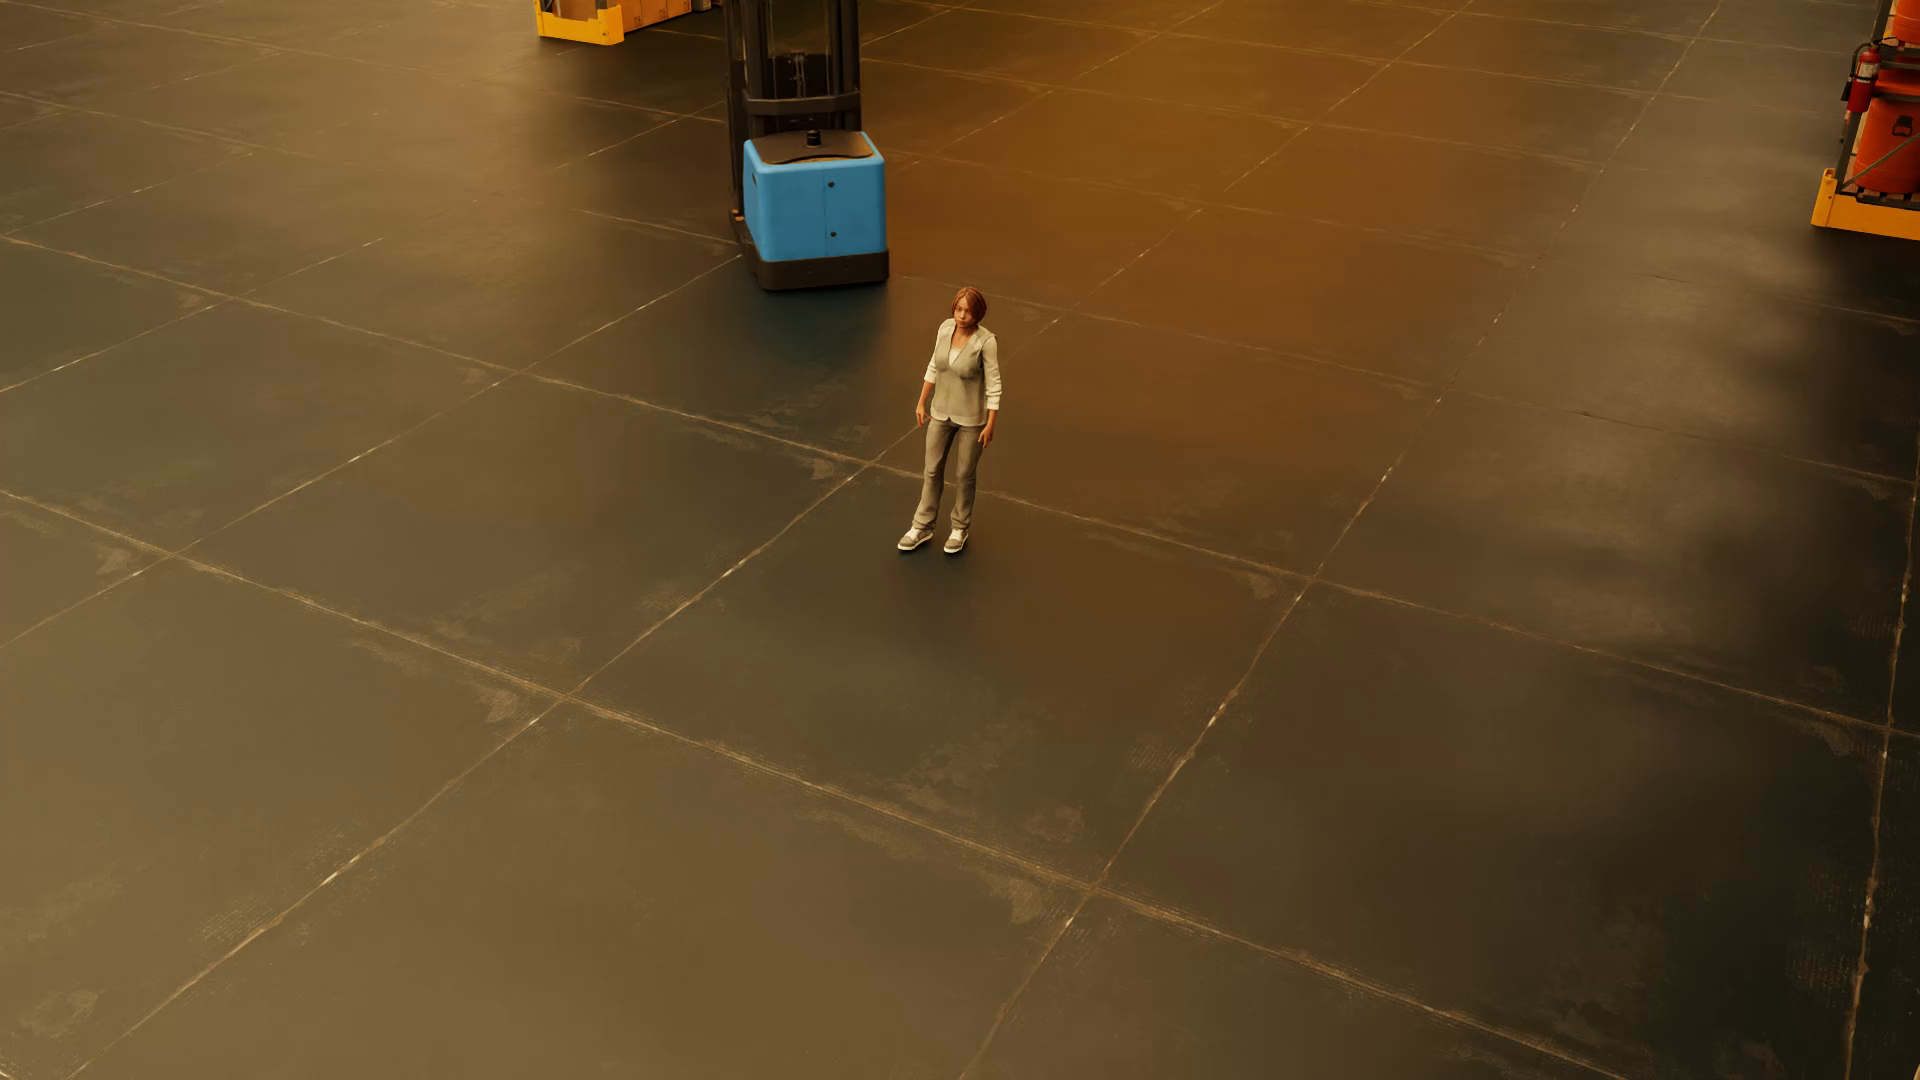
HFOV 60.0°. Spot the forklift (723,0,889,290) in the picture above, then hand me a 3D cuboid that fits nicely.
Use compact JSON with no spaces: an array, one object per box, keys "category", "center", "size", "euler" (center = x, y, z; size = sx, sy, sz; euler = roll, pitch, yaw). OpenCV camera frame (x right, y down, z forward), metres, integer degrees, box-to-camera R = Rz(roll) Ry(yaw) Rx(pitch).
[{"category":"forklift","center":[-1.435,-3.992,13.988],"size":[1.130,2.935,3.031],"euler":[-7,31,-12]}]

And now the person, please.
[{"category":"person","center":[-0.048,-0.669,9.550],"size":[0.520,1.597,0.475],"euler":[15,33,25]}]
